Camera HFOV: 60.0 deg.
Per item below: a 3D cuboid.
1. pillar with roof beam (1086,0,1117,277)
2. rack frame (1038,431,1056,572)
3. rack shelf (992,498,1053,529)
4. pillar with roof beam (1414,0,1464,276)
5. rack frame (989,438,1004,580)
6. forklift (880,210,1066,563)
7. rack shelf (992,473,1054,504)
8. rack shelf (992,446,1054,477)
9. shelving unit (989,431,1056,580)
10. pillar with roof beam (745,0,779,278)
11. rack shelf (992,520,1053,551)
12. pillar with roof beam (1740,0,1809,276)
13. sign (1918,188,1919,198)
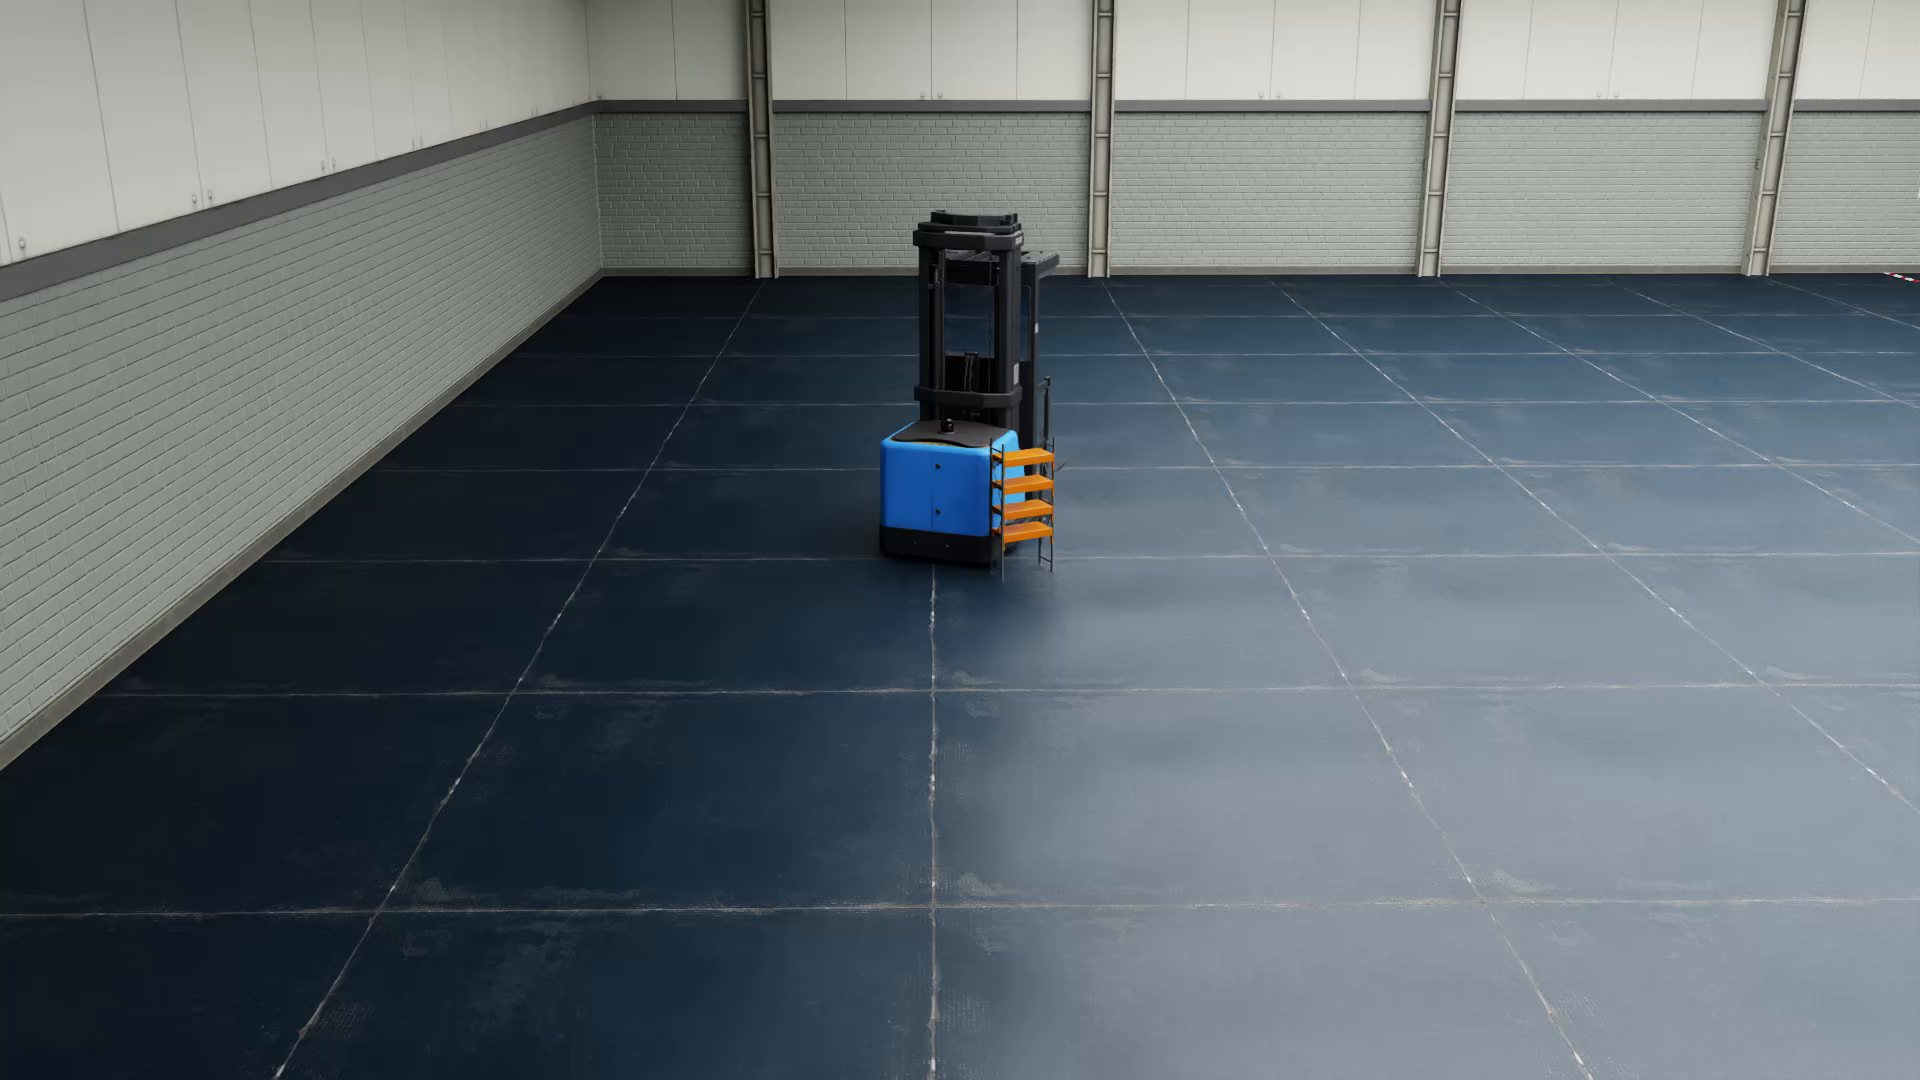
[{"bbox_3d":[2.574,-7.766,24.726,0.400,9.000,9.100,0,18,-1],"label":"pillar with roof beam"},{"bbox_3d":[0.746,-0.326,14.302,0.015,1.200,0.240,-9,20,-25],"label":"rack frame"},{"bbox_3d":[0.528,-0.228,14.218,0.480,0.148,0.258,-9,20,-25],"label":"rack shelf"},{"bbox_3d":[8.574,-7.794,24.816,0.400,9.000,9.100,0,18,-1],"label":"pillar with roof beam"},{"bbox_3d":[0.310,-0.259,14.093,0.015,1.200,0.240,-9,20,-25],"label":"rack frame"},{"bbox_3d":[0.265,-1.606,15.457,1.130,2.935,3.031,6,19,19],"label":"forklift"},{"bbox_3d":[0.528,-0.441,14.150,0.480,0.148,0.258,-9,20,-25],"label":"rack shelf"},{"bbox_3d":[0.528,-0.667,14.077,0.480,0.148,0.258,-9,20,-25],"label":"rack shelf"},{"bbox_3d":[0.528,-0.292,14.197,0.503,1.200,0.258,-9,20,-25],"label":"shelving unit"},{"bbox_3d":[-3.425,-7.737,24.635,0.400,9.000,9.100,0,18,-1],"label":"pillar with roof beam"},{"bbox_3d":[0.528,-0.039,14.279,0.480,0.148,0.258,-9,20,-25],"label":"rack shelf"},{"bbox_3d":[14.573,-7.823,24.906,0.400,9.000,9.100,0,18,-1],"label":"pillar with roof beam"},{"bbox_3d":[17.478,-6.356,30.095,0.234,0.329,0.001,0,18,-1],"label":"sign"}]
